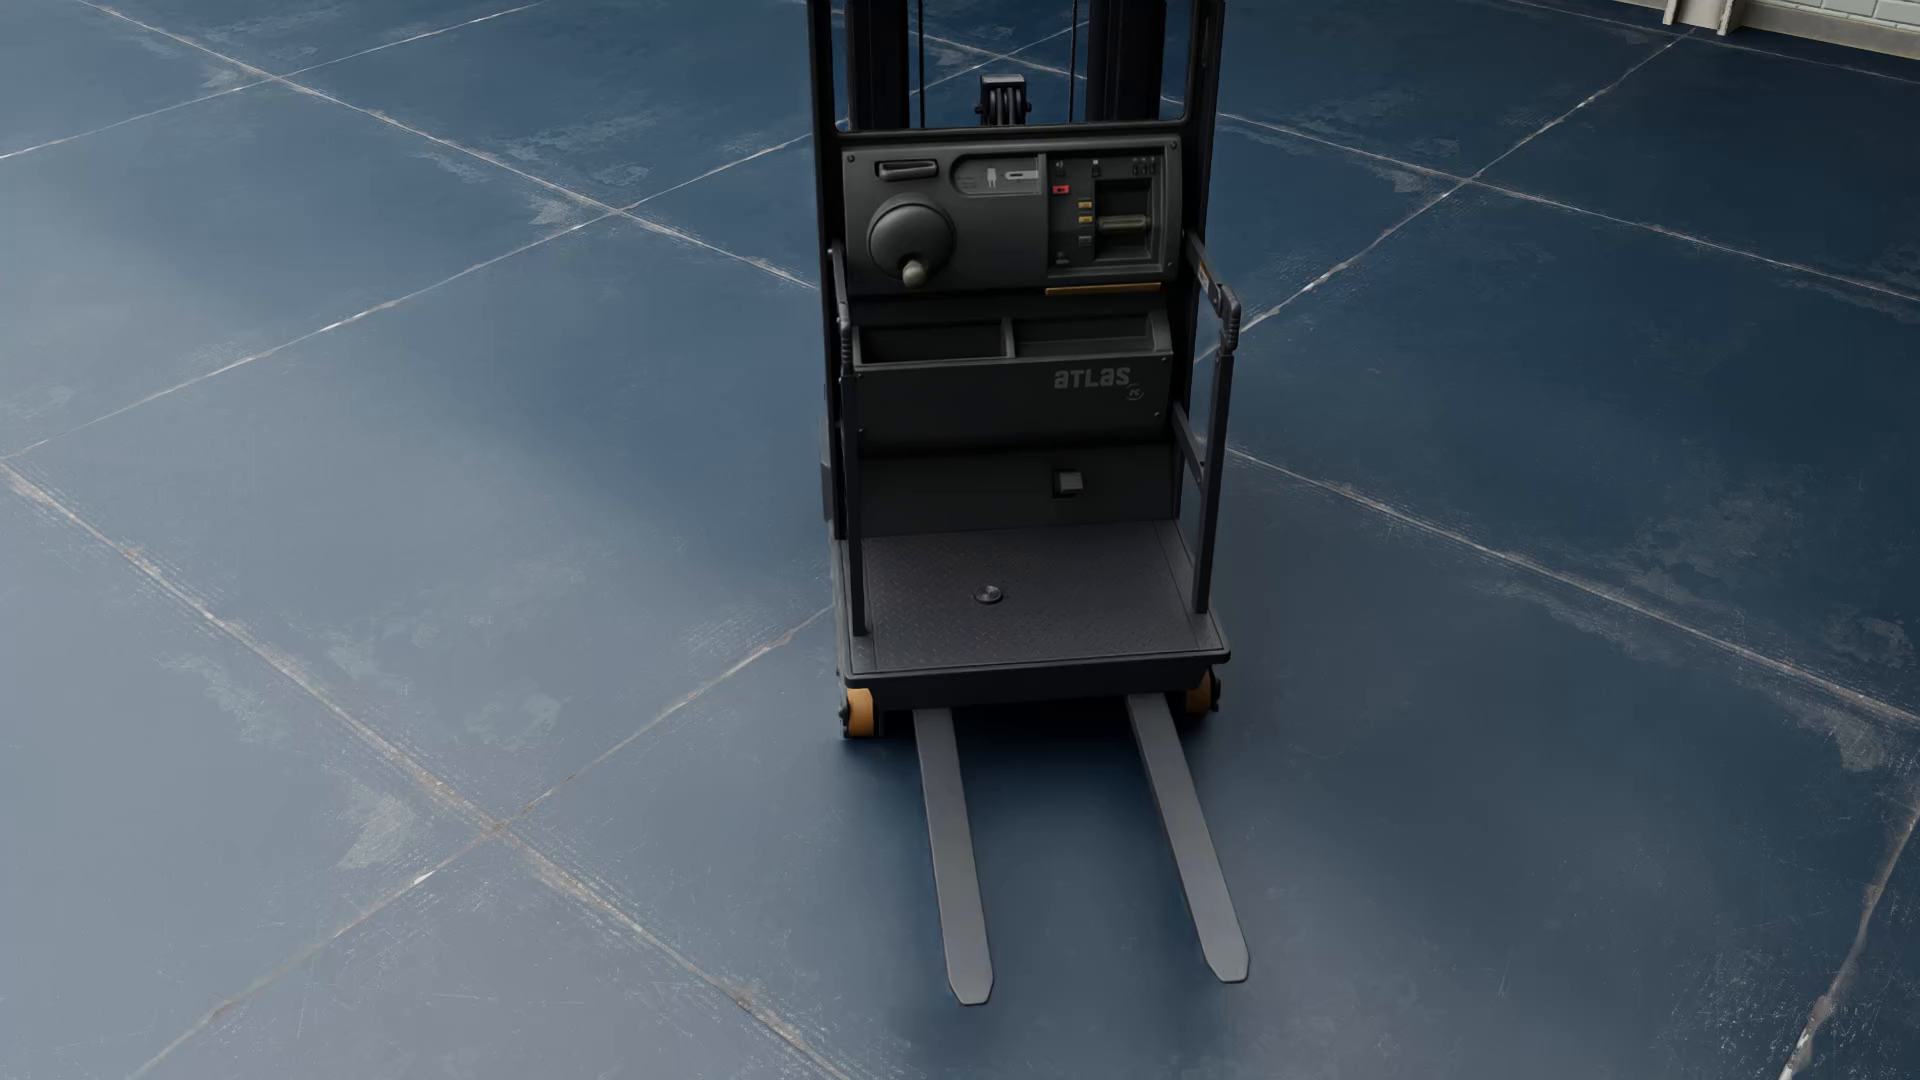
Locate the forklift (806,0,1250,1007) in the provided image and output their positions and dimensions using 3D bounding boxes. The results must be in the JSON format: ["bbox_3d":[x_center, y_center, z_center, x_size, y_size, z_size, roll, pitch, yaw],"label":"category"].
[{"bbox_3d":[0.173,-0.832,4.372,1.130,2.935,3.031,-4,35,-5],"label":"forklift"}]

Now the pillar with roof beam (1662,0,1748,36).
[{"bbox_3d":[1.931,-5.097,5.222,0.400,9.000,9.100,25,42,32],"label":"pillar with roof beam"}]
